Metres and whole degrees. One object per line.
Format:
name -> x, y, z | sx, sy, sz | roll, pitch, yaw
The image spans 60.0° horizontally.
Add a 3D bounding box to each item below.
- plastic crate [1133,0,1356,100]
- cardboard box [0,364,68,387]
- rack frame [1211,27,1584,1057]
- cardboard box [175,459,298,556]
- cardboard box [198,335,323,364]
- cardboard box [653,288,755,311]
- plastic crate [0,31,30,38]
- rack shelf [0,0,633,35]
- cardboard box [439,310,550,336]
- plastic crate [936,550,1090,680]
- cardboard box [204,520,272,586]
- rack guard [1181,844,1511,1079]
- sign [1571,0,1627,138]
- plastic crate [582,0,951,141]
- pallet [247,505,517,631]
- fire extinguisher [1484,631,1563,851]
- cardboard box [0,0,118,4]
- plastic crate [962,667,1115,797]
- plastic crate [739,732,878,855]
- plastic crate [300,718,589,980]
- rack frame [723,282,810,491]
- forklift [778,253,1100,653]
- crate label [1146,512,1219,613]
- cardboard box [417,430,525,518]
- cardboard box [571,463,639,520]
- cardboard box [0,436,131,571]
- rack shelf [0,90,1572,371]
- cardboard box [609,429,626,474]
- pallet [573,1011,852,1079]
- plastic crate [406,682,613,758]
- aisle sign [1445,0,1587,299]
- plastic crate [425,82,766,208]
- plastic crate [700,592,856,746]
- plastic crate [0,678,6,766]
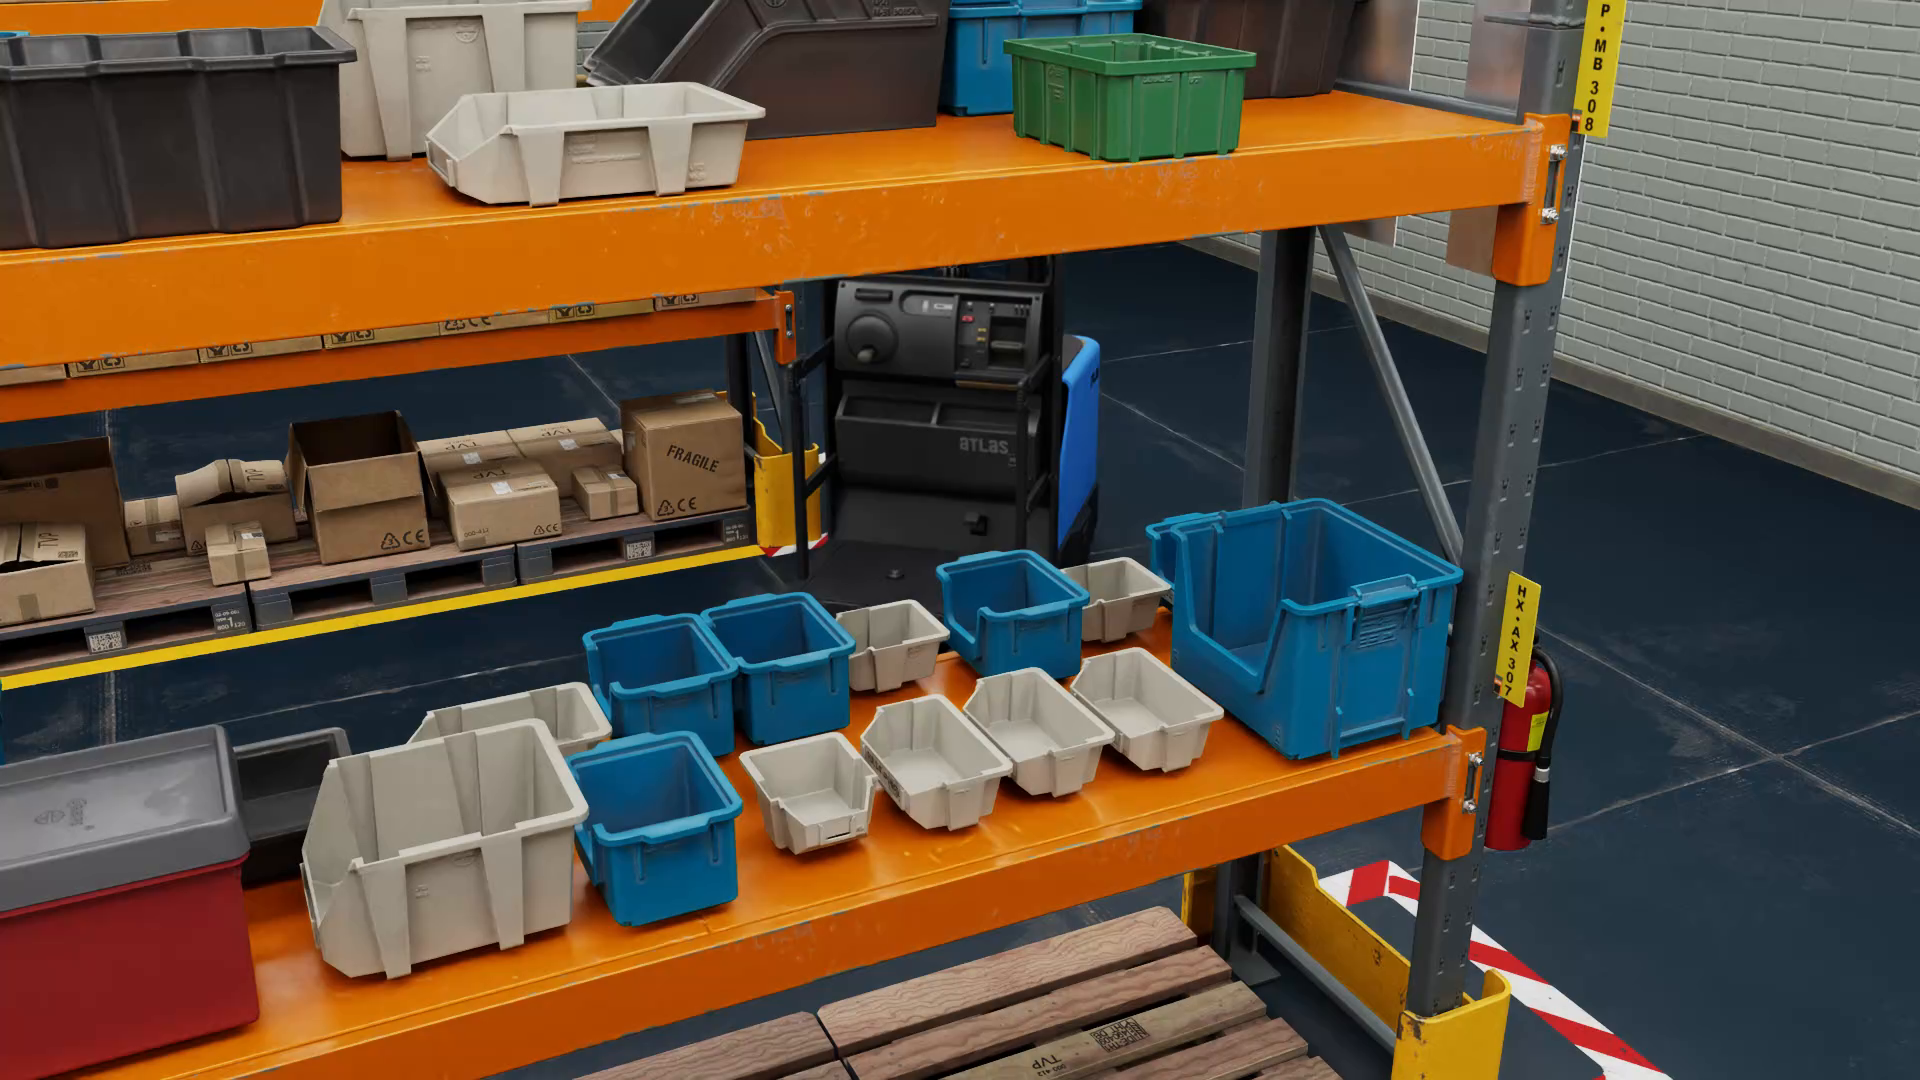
plastic crate -> 0.628, -1.227, 4.041 | 0.590, 0.269, 0.497 | -10, 25, -24
cardboard box -> -4.076, -0.950, 6.993 | 0.500, 0.500, 0.500 | -10, 24, -22
rack frame -> 1.095, 0.131, 4.512 | 0.127, 3.000, 1.000 | -10, 25, -24
cardboard box -> -3.588, -0.191, 8.230 | 0.500, 0.311, 0.500 | -10, 25, -24
cardboard box -> -3.165, -1.118, 7.399 | 0.500, 0.500, 0.500 | -11, 25, -24
cardboard box -> -1.335, -1.455, 8.212 | 0.500, 0.500, 0.500 | -10, 24, -22
plastic crate -> -1.827, -0.775, 2.998 | 0.300, 0.233, 0.416 | -10, 25, -24
rack shelf -> -2.852, -2.299, 7.400 | 4.000, 0.370, 1.077 | -10, 25, -24
cardboard box -> -2.253, -1.287, 7.806 | 0.500, 0.500, 0.500 | -10, 25, -23
plastic crate -> 0.137, 0.217, 4.444 | 0.300, 0.233, 0.416 | -10, 25, -24
cardboard box -> -3.407, 0.050, 7.835 | 0.250, 0.166, 0.380 | -10, 25, -24
rack guard -> 1.111, 1.277, 5.011 | 0.348, 0.500, 1.175 | -10, 25, -24
sign -> 1.349, -1.020, 3.507 | 0.005, 0.325, 0.100 | -10, 25, -24
plastic crate -> -0.400, -1.068, 3.567 | 0.767, 0.338, 0.504 | -10, 25, -24
pallet -> -2.934, 0.058, 8.335 | 1.213, 0.211, 1.003 | -10, 25, -24
fire extinguisher -> 1.428, 0.470, 4.280 | 0.183, 0.674, 0.296 | -10, 25, -24
cardboard box -> -3.656, -2.307, 6.675 | 0.500, 0.250, 0.500 | -10, 25, -24
plastic crate -> 0.172, 0.466, 3.969 | 0.243, 0.136, 0.396 | -10, 25, -24
plastic crate -> -0.327, 0.576, 3.703 | 0.250, 0.136, 0.298 | -10, 25, -24
plastic crate -> -1.053, 0.632, 3.379 | 0.530, 0.282, 0.437 | -10, 25, -24
rack frame -> -1.050, -1.577, 8.638 | 0.127, 3.000, 1.000 | -10, 25, -24
forklift -> -0.152, -0.901, 7.093 | 1.130, 2.935, 3.031 | 6, 23, 14
crate label -> 0.730, 0.108, 4.708 | 0.303, 0.233, 0.416 | -10, 25, -24
cardboard box -> -2.564, -0.351, 8.697 | 0.500, 0.250, 0.500 | -10, 25, -24
cardboard box -> -1.837, -0.260, 8.585 | 0.250, 0.166, 0.380 | -10, 25, -24
cardboard box -> -4.263, -0.154, 7.893 | 0.500, 0.500, 0.500 | -10, 25, -24
rack shelf -> -0.707, -0.591, 3.275 | 4.000, 0.370, 1.077 | -10, 25, -24
cardboard box -> -1.801, -0.479, 9.113 | 0.250, 0.166, 0.380 | -10, 25, -24
pallet -> -0.762, 1.744, 4.262 | 1.213, 0.211, 1.003 | -10, 25, -24
plastic crate -> -1.070, 0.496, 3.896 | 0.466, 0.136, 0.293 | -10, 25, -24
aisle sign -> 1.287, -0.981, 3.800 | 0.004, 0.787, 0.394 | -10, 25, -24
plastic crate -> -0.659, -0.705, 2.954 | 0.530, 0.136, 0.437 | -10, 25, -24
plastic crate -> -0.456, 0.326, 4.180 | 0.300, 0.233, 0.416 | -10, 25, -24
plastic crate -> -2.236, 0.579, 3.372 | 0.575, 0.384, 0.392 | -10, 25, -24
